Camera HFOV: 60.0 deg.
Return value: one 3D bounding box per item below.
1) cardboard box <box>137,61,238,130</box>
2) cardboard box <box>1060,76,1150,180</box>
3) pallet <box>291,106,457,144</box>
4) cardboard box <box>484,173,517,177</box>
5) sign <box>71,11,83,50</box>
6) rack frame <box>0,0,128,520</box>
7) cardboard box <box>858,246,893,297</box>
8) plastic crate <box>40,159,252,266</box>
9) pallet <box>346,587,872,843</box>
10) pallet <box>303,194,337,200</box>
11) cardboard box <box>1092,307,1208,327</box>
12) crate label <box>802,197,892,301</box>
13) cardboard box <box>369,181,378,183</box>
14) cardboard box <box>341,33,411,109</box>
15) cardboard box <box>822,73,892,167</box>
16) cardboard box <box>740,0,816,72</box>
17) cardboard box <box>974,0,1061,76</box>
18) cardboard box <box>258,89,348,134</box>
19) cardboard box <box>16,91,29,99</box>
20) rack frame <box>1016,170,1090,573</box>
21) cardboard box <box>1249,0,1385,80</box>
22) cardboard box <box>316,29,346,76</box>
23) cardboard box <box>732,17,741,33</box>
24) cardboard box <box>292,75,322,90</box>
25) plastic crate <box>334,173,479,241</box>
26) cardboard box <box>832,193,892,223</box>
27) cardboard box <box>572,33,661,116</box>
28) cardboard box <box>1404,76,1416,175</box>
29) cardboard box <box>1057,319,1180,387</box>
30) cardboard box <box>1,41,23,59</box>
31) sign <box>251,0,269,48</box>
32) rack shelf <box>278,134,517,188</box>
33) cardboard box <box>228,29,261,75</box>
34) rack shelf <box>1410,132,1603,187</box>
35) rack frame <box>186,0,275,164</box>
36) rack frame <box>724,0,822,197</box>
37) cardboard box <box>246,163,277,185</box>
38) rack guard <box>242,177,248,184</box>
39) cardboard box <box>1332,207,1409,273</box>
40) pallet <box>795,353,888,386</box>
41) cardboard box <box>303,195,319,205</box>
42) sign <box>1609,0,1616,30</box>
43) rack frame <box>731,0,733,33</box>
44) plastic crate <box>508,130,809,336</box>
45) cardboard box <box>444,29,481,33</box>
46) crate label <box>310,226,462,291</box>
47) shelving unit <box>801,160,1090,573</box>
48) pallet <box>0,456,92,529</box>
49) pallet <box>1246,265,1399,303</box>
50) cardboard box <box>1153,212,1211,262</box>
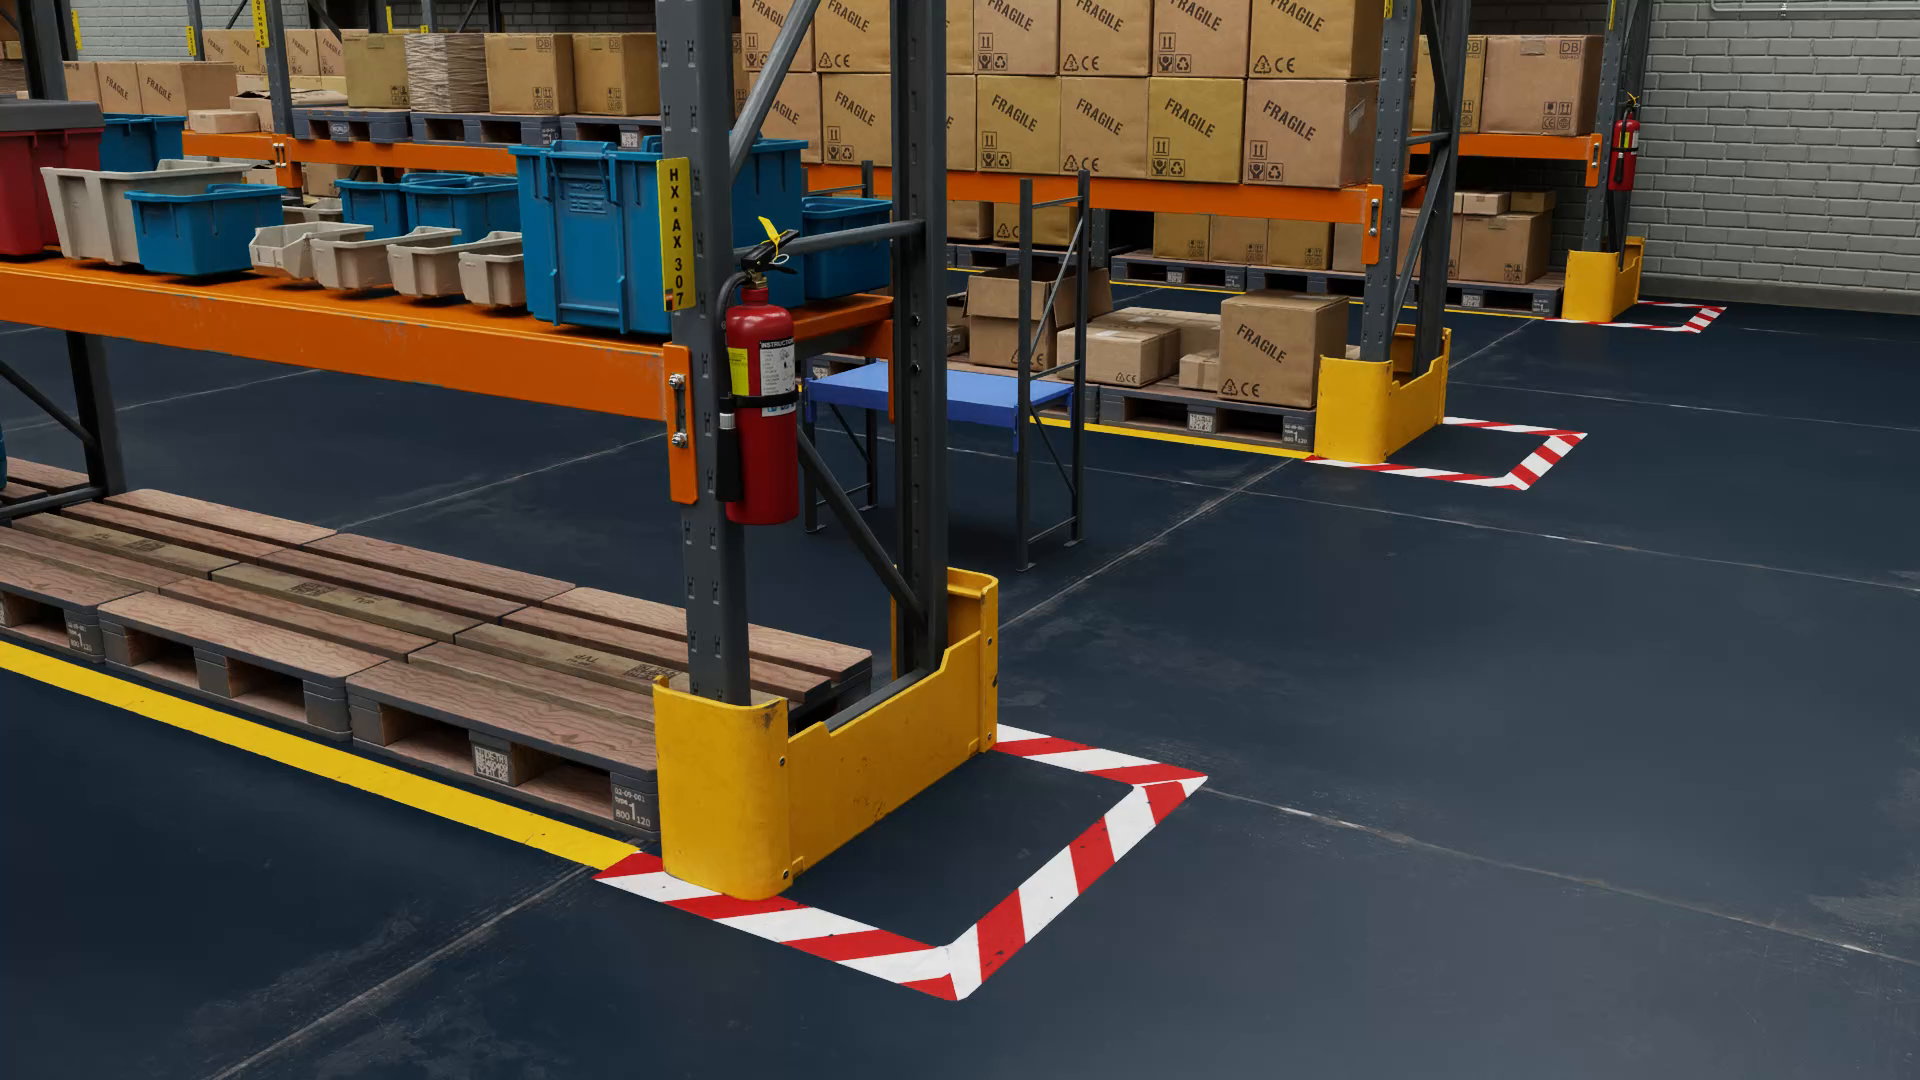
[{"bbox_3d":[-6.005,-3.470,12.972,0.500,0.500,0.500,9,19,27],"label":"cardboard box"},{"bbox_3d":[0.860,-2.158,8.653,0.500,0.500,0.500,10,20,30],"label":"cardboard box"},{"bbox_3d":[-3.953,-2.994,11.905,1.003,0.211,1.213,10,20,30],"label":"pallet"},{"bbox_3d":[-4.750,-3.914,18.148,0.500,0.500,0.700,11,20,32],"label":"cardboard box"},{"bbox_3d":[-7.700,-4.432,14.453,0.005,0.325,0.100,10,20,30],"label":"sign"},{"bbox_3d":[-3.754,-1.336,6.120,0.127,3.000,1.000,10,20,30],"label":"rack frame"},{"bbox_3d":[-0.525,-1.561,10.402,0.500,0.500,0.500,10,20,30],"label":"cardboard box"},{"bbox_3d":[-2.549,-1.031,5.214,0.530,0.282,0.437,10,20,30],"label":"plastic crate"},{"bbox_3d":[-1.028,0.471,4.967,1.213,0.211,1.003,10,20,30],"label":"pallet"},{"bbox_3d":[-7.021,-3.951,19.526,1.213,0.211,1.003,10,20,30],"label":"pallet"},{"bbox_3d":[1.083,-1.154,9.494,0.500,0.250,0.500,10,20,30],"label":"cardboard box"},{"bbox_3d":[-0.384,-0.796,4.525,0.303,0.233,0.416,10,20,30],"label":"crate label"},{"bbox_3d":[-6.739,-4.102,19.371,0.250,0.149,0.380,8,19,26],"label":"cardboard box"},{"bbox_3d":[-3.971,-3.352,11.861,0.500,0.500,0.700,4,17,12],"label":"cardboard box"},{"bbox_3d":[-0.429,-2.388,9.411,0.500,0.500,0.500,11,20,31],"label":"cardboard box"},{"bbox_3d":[-0.904,-2.948,9.532,0.500,0.500,0.500,11,20,31],"label":"cardboard box"},{"bbox_3d":[0.414,-2.713,8.758,0.500,0.500,0.500,11,20,32],"label":"cardboard box"},{"bbox_3d":[-4.854,-3.195,12.390,0.500,0.311,0.500,12,20,33],"label":"cardboard box"},{"bbox_3d":[-7.533,-3.644,13.974,0.500,0.250,0.500,12,20,33],"label":"cardboard box"},{"bbox_3d":[0.360,-0.653,6.451,0.032,1.500,0.500,10,20,30],"label":"rack frame"},{"bbox_3d":[1.727,-2.480,7.993,0.500,0.500,0.500,10,20,30],"label":"cardboard box"},{"bbox_3d":[-6.803,-5.453,18.604,0.500,0.500,0.500,9,19,28],"label":"cardboard box"},{"bbox_3d":[-2.287,-5.012,16.176,0.250,0.149,0.380,7,18,23],"label":"cardboard box"},{"bbox_3d":[-7.235,-5.168,18.959,0.500,0.250,0.500,10,20,31],"label":"cardboard box"},{"bbox_3d":[-1.761,-1.042,5.334,0.300,0.233,0.416,10,20,30],"label":"plastic crate"},{"bbox_3d":[-0.677,-3.292,15.533,0.750,0.750,0.750,10,20,30],"label":"cardboard box"},{"bbox_3d":[-2.064,-3.028,10.793,0.500,0.500,0.700,14,22,39],"label":"cardboard box"},{"bbox_3d":[2.010,-2.135,8.576,0.500,0.500,0.500,11,20,31],"label":"cardboard box"},{"bbox_3d":[0.864,-1.023,9.061,0.500,0.250,0.500,10,20,30],"label":"cardboard box"},{"bbox_3d":[-8.103,-4.227,14.346,0.250,0.149,0.380,10,20,30],"label":"cardboard box"},{"bbox_3d":[-4.855,-3.587,11.537,0.005,0.325,0.100,10,20,30],"label":"sign"},{"bbox_3d":[-2.863,-2.523,11.263,4.000,0.370,1.077,10,20,30],"label":"rack shelf"},{"bbox_3d":[-8.129,-5.687,19.377,0.500,0.500,0.500,10,20,30],"label":"cardboard box"},{"bbox_3d":[3.135,-3.142,13.301,4.000,0.370,1.077,10,20,30],"label":"rack shelf"},{"bbox_3d":[-8.795,-5.615,20.207,0.127,3.000,1.000,10,20,30],"label":"rack frame"},{"bbox_3d":[-1.159,-2.563,10.157,0.127,3.000,1.000,10,20,30],"label":"rack frame"},{"bbox_3d":[-8.252,-4.412,20.114,0.500,0.311,0.500,8,19,24],"label":"cardboard box"},{"bbox_3d":[-8.730,-4.408,20.532,0.348,0.500,1.175,10,20,30],"label":"rack guard"},{"bbox_3d":[3.335,-2.421,13.268,0.500,0.500,0.700,9,19,28],"label":"cardboard box"},{"bbox_3d":[-0.574,-1.124,10.217,1.213,0.211,1.003,10,20,30],"label":"pallet"},{"bbox_3d":[-5.312,-2.555,13.175,0.500,0.311,0.500,10,19,29],"label":"cardboard box"},{"bbox_3d":[4.543,-3.717,11.556,0.005,0.325,0.100,10,20,30],"label":"sign"},{"bbox_3d":[-1.978,-4.399,16.201,0.127,3.000,1.000,10,20,30],"label":"rack frame"},{"bbox_3d":[-0.729,-0.778,4.119,0.499,0.435,0.616,10,20,30],"label":"plastic crate"},{"bbox_3d":[-5.677,-5.427,18.519,0.500,0.500,0.500,10,19,29],"label":"cardboard box"},{"bbox_3d":[-1.625,-0.794,4.684,0.243,0.136,0.396,10,20,30],"label":"crate label"},{"bbox_3d":[-0.073,-0.731,6.706,1.048,1.500,0.538,10,20,30],"label":"shelving unit"},{"bbox_3d":[-4.390,-0.130,6.946,1.213,0.211,1.003,10,20,30],"label":"pallet"},{"bbox_3d":[3.082,-2.135,13.548,1.213,0.211,1.003,10,20,30],"label":"pallet"},{"bbox_3d":[2.014,-2.656,14.042,0.500,0.500,0.700,10,20,31],"label":"cardboard box"}]
